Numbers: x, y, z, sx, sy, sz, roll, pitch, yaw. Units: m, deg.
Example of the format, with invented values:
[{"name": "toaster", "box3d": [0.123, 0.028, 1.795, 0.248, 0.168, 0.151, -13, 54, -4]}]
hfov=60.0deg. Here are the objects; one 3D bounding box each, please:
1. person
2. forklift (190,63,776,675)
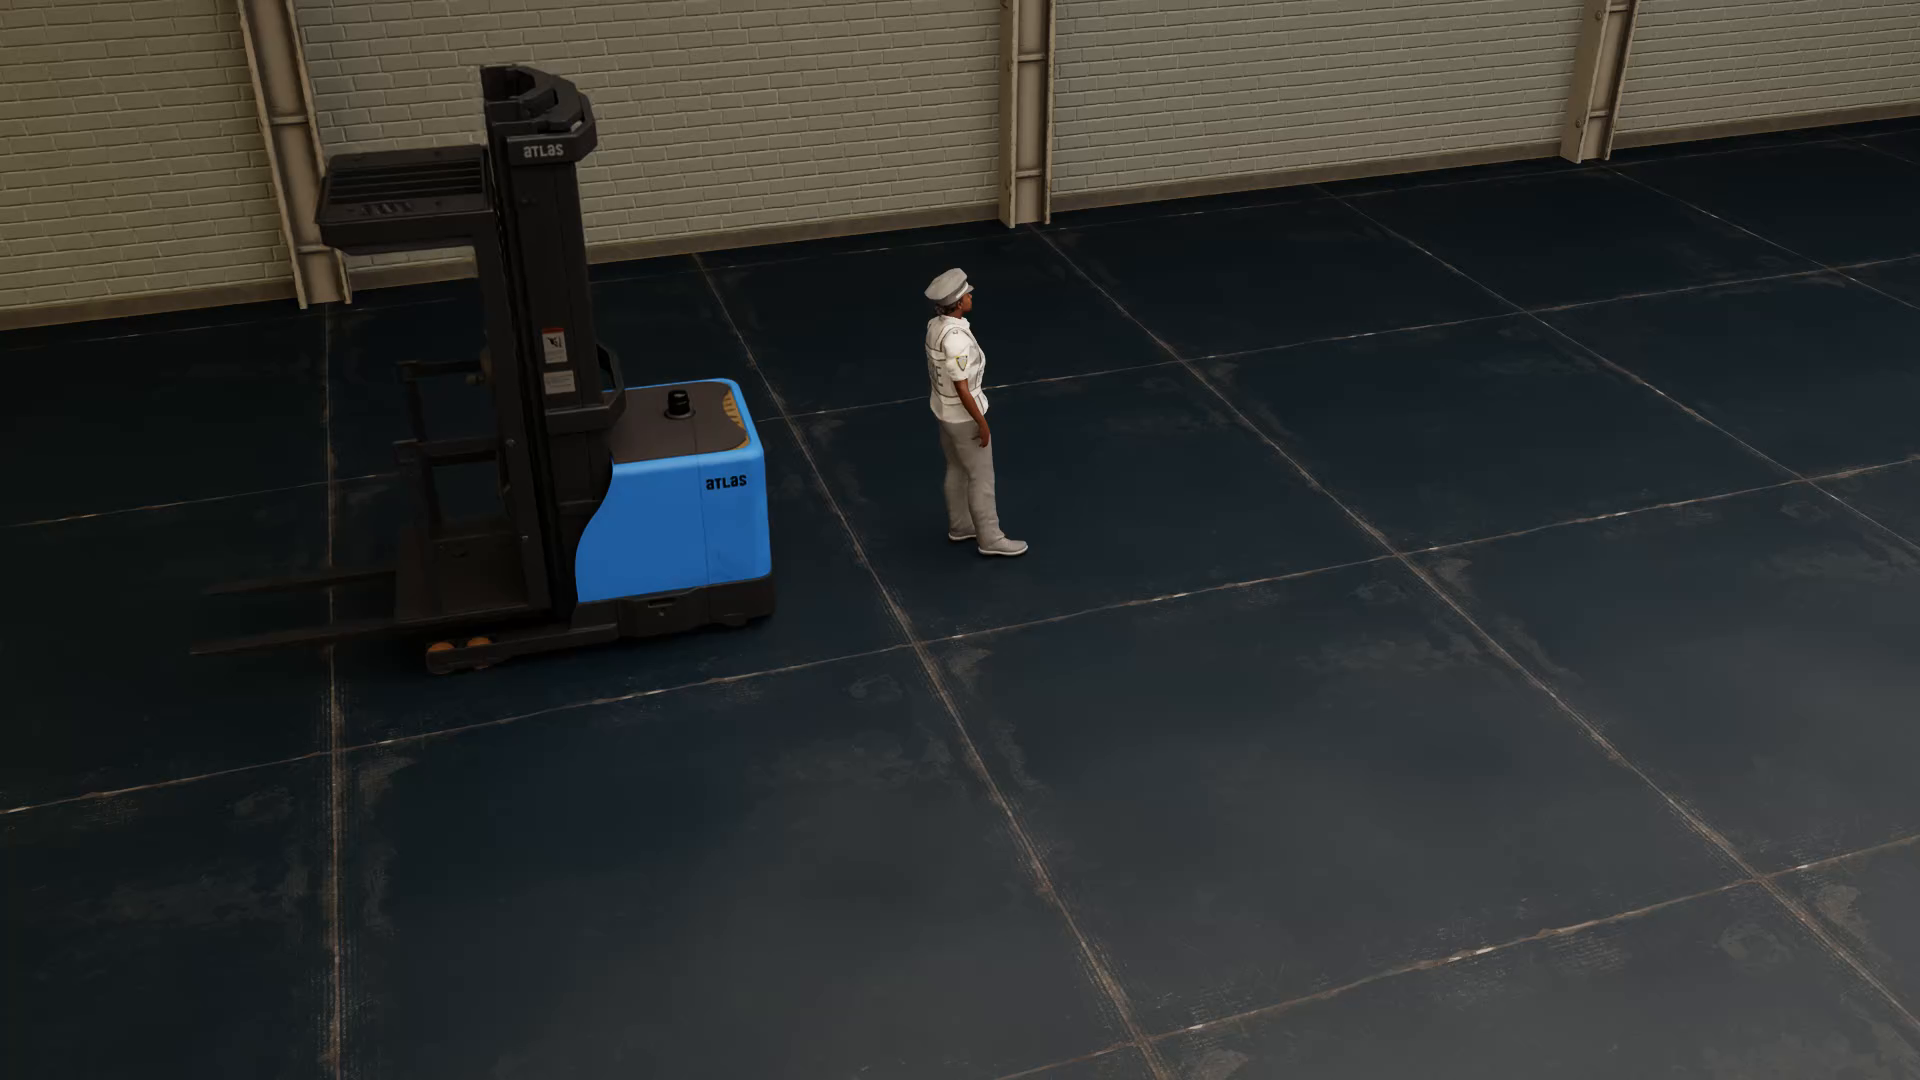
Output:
[{"name": "person", "box3d": [0.077, -0.744, 9.604, 0.528, 1.697, 0.570, -10, 31, -16]}, {"name": "forklift", "box3d": [-2.596, -0.852, 8.568, 3.031, 2.935, 1.130, -8, 31, -13]}]
